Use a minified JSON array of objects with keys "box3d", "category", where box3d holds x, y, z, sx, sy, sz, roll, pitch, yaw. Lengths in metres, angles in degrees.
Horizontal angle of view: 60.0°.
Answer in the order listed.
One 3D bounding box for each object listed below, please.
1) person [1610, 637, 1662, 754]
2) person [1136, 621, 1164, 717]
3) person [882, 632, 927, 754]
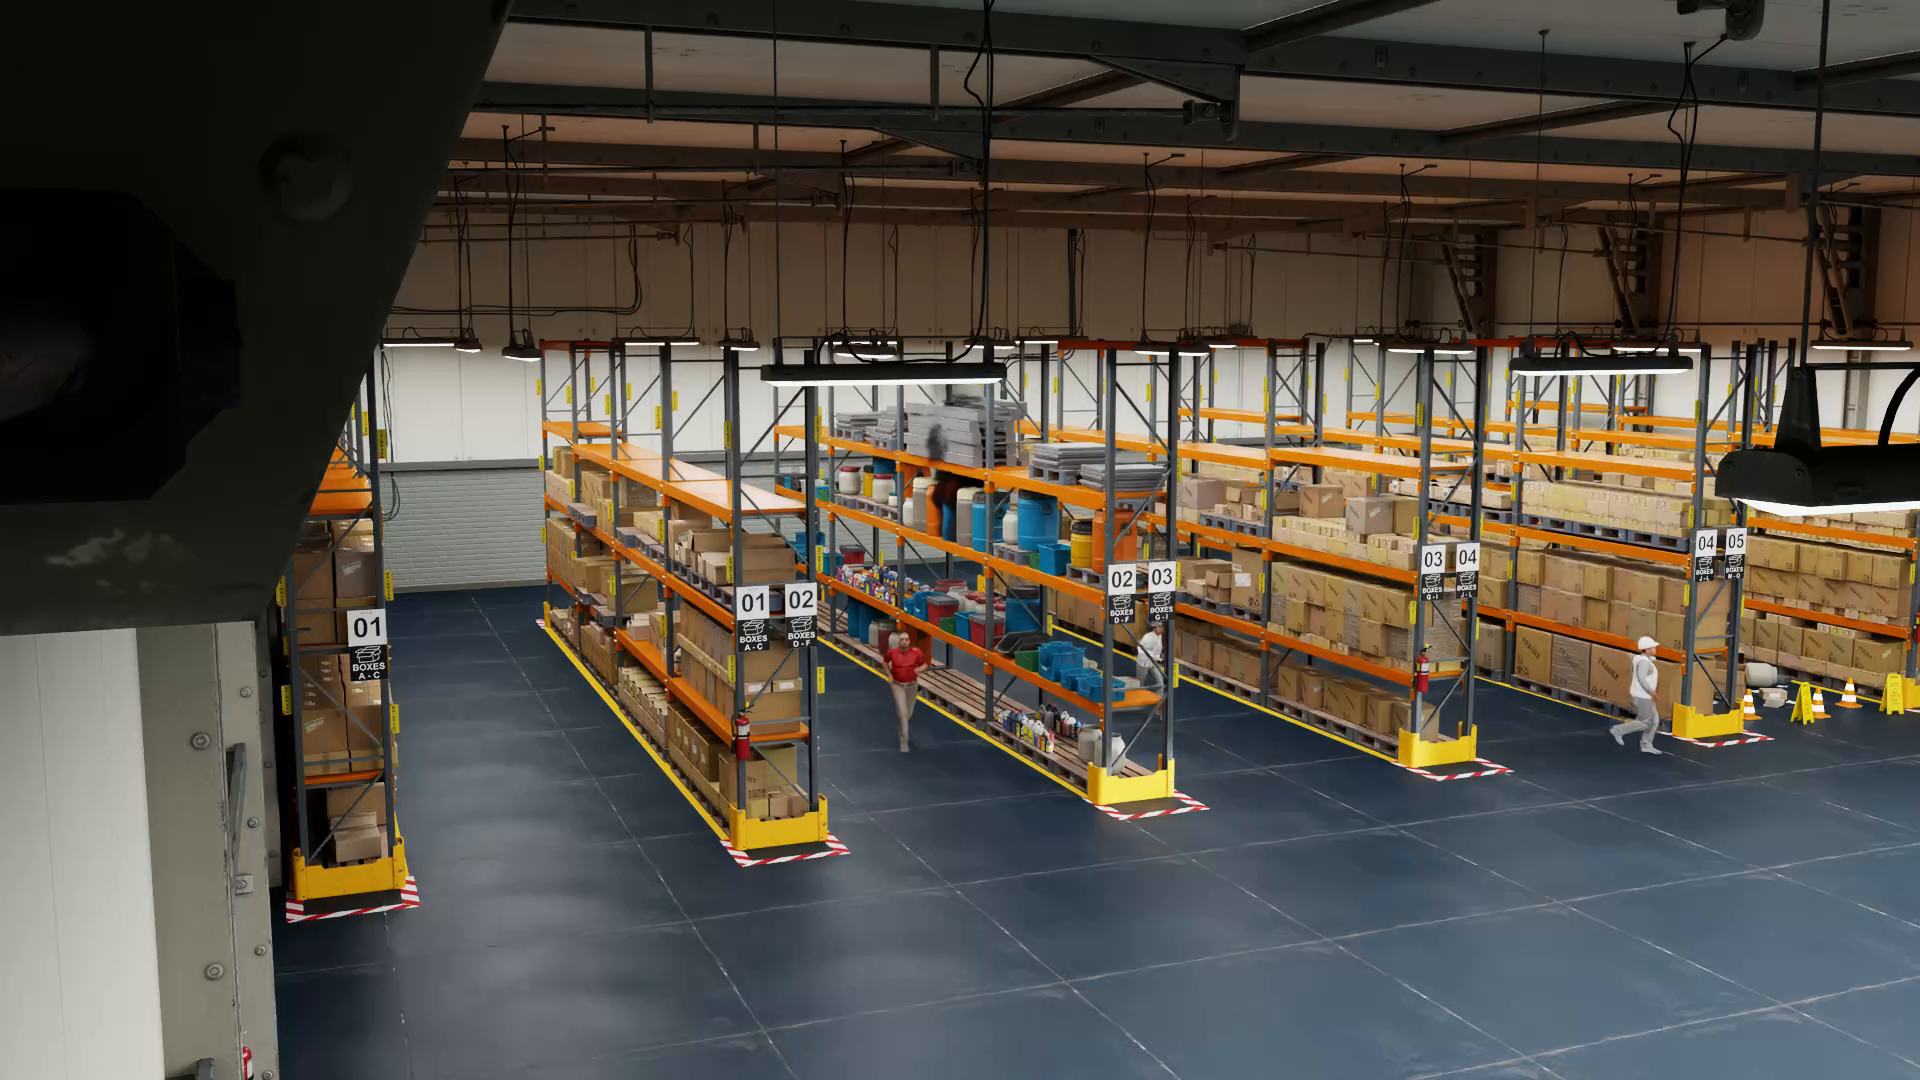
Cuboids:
[{"box3d":[10.020,2.293,24.565,0.752,1.762,0.680,2,8,17],"category":"person"},{"box3d":[2.985,2.048,26.713,0.618,1.686,1.057,-7,10,-42],"category":"person"},{"box3d":[-0.810,2.248,24.939,0.636,1.780,0.878,-2,8,-16],"category":"person"}]
